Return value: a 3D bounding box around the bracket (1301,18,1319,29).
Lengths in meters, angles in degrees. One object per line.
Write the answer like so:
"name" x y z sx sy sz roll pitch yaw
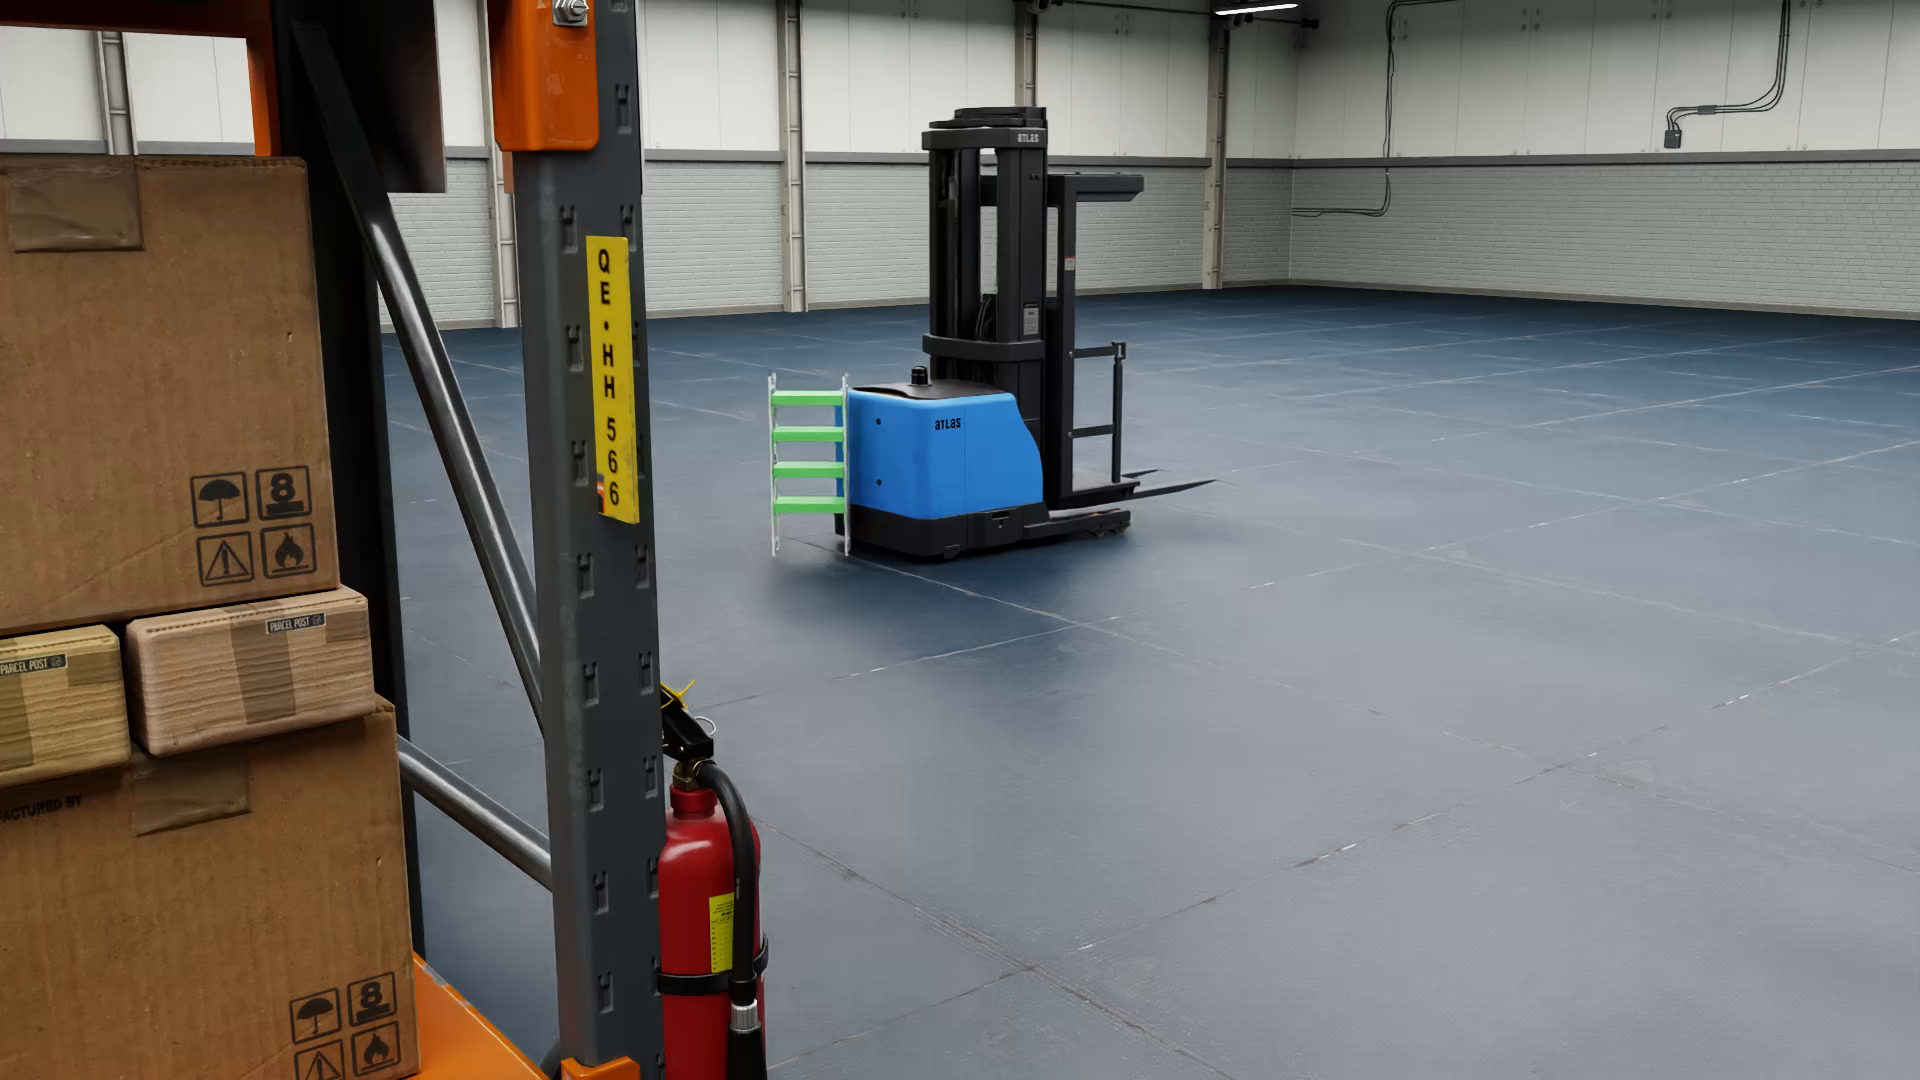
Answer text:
"bracket" 8.505 -12.559 40.442 0.430 0.232 0.235 -9 15 -38

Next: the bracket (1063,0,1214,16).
"bracket" 3.994 -11.809 36.912 4.783 0.066 0.076 -9 15 -38

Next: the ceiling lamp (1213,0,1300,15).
"ceiling lamp" 6.058 -12.078 32.790 0.800 3.185 2.000 -9 15 -38

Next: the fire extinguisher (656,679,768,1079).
"fire extinguisher" -0.348 0.506 2.211 0.183 0.674 0.296 -9 15 -38

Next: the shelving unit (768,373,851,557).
"shelving unit" -0.999 -0.501 11.100 0.503 1.200 0.258 0 12 2

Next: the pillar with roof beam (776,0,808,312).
"pillar with roof beam" -0.573 -8.239 28.764 0.400 9.000 9.100 -9 15 -38

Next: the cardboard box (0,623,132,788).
"cardboard box" -1.113 0.157 1.868 0.250 0.149 0.380 -9 15 -36

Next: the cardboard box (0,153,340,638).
"cardboard box" -1.144 -0.210 2.033 0.500 0.500 0.700 -9 15 -37

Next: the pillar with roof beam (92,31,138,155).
"pillar with roof beam" -9.943 -6.682 21.431 0.400 9.000 9.100 -9 15 -38

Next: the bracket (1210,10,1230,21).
"bracket" 6.006 -12.144 38.487 0.430 0.232 0.235 -9 15 -38

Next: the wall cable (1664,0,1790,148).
"wall cable" 15.153 -10.784 32.561 0.169 6.003 2.305 -9 15 -38

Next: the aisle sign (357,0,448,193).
"aisle sign" -0.870 -0.922 2.490 0.004 0.787 0.394 -9 15 -38

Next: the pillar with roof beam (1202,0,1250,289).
"pillar with roof beam" 8.798 -9.796 36.097 0.548 9.000 9.100 -9 15 -38

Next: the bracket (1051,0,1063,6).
"bracket" 1.969 -11.473 35.328 0.430 0.232 0.235 -9 15 -38

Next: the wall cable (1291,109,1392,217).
"wall cable" 9.235 -9.143 40.498 0.112 2.526 3.097 -9 15 -38

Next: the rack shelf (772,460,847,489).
"rack shelf" -0.999 -0.439 11.113 0.480 0.148 0.258 0 12 2

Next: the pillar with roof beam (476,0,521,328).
"pillar with roof beam" -5.258 -7.460 25.098 0.400 9.000 9.100 -9 15 -38

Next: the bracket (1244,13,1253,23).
"bracket" 6.654 -12.251 38.994 0.430 0.232 0.235 -9 15 -38

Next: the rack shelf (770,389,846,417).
"rack shelf" -0.999 -0.908 11.014 0.480 0.148 0.258 0 12 2

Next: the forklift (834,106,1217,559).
"forklift" 0.589 -1.535 11.801 3.031 2.935 1.130 -10 15 -38

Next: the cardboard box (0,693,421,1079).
"cardboard box" -1.103 0.418 2.200 0.500 0.500 0.700 -9 15 -38

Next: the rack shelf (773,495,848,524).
"rack shelf" -0.999 -0.204 11.163 0.480 0.148 0.258 0 12 2

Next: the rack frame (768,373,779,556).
"rack frame" -1.243 -0.503 11.107 0.015 1.200 0.240 0 12 2

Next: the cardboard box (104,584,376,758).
"cardboard box" -0.910 0.122 2.029 0.250 0.149 0.380 -10 15 -39

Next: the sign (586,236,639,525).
"sign" -0.402 -0.184 1.918 0.005 0.325 0.100 -9 15 -38

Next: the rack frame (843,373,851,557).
"rack frame" -0.756 -0.500 11.093 0.015 1.200 0.240 0 12 2

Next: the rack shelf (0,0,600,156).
"rack shelf" -2.292 -0.448 1.027 4.000 0.370 1.077 -9 15 -38

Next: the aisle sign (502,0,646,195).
"aisle sign" -0.496 -0.824 2.031 0.004 0.787 0.394 -9 15 -38

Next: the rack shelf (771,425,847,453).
"rack shelf" -0.999 -0.673 11.064 0.480 0.148 0.258 0 12 2

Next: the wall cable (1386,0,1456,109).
"wall cable" 10.925 -11.175 37.907 0.112 2.526 3.097 -9 15 -38

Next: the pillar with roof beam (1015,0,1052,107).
"pillar with roof beam" 4.113 -9.017 32.431 0.548 9.000 9.100 -9 15 -38

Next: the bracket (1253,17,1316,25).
"bracket" 8.044 -12.482 40.081 3.189 0.066 0.076 -9 15 -38

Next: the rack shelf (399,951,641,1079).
"rack shelf" -2.292 1.019 1.338 4.000 0.370 1.077 -9 15 -38

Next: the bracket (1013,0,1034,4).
"bracket" 1.321 -11.365 34.820 0.430 0.232 0.235 -9 15 -38
